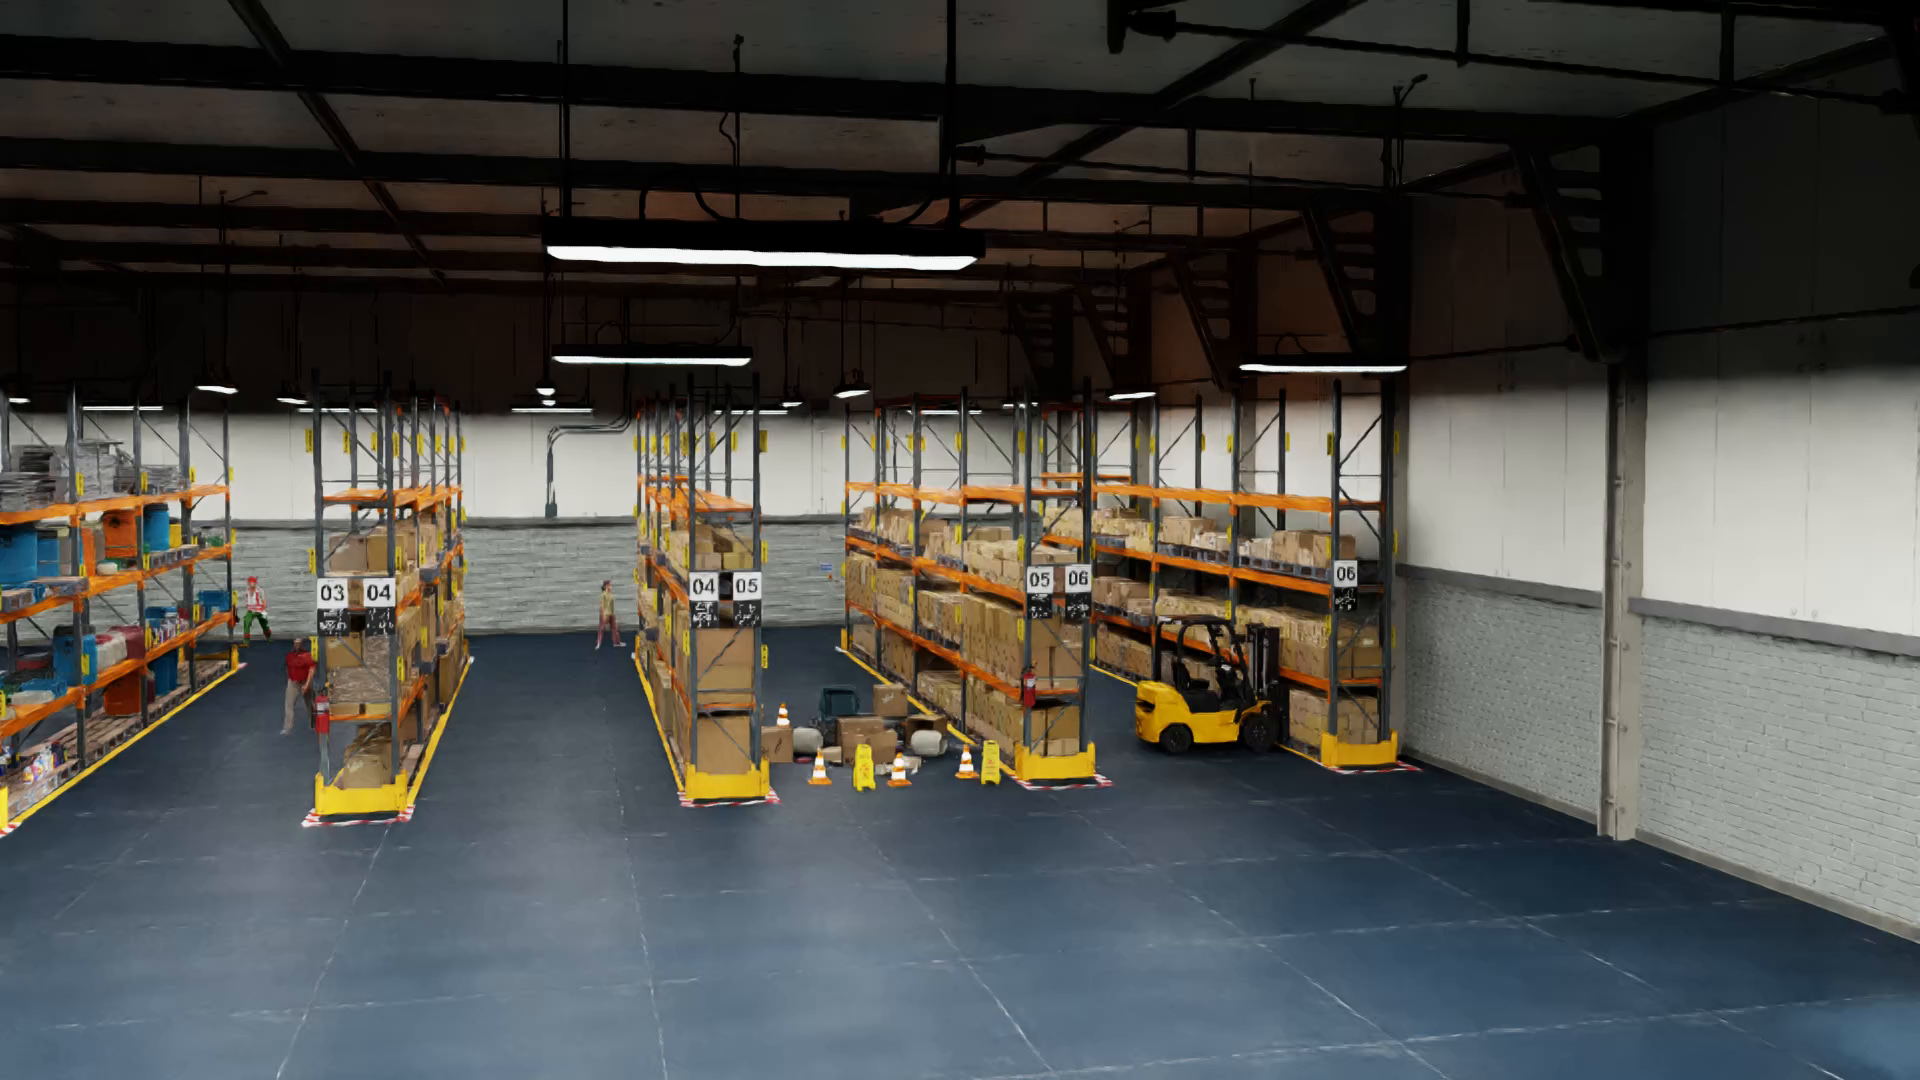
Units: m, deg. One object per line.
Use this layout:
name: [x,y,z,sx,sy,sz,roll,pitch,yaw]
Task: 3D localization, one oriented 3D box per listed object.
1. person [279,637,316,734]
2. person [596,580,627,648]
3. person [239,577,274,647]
person: [-11.405,2.498,28.751,0.533,1.656,1.031,0,3,-5]
person: [-8.599,1.807,40.747,0.558,1.660,0.691,2,4,25]
person: [-17.435,1.766,41.207,0.594,1.735,0.988,0,3,6]
